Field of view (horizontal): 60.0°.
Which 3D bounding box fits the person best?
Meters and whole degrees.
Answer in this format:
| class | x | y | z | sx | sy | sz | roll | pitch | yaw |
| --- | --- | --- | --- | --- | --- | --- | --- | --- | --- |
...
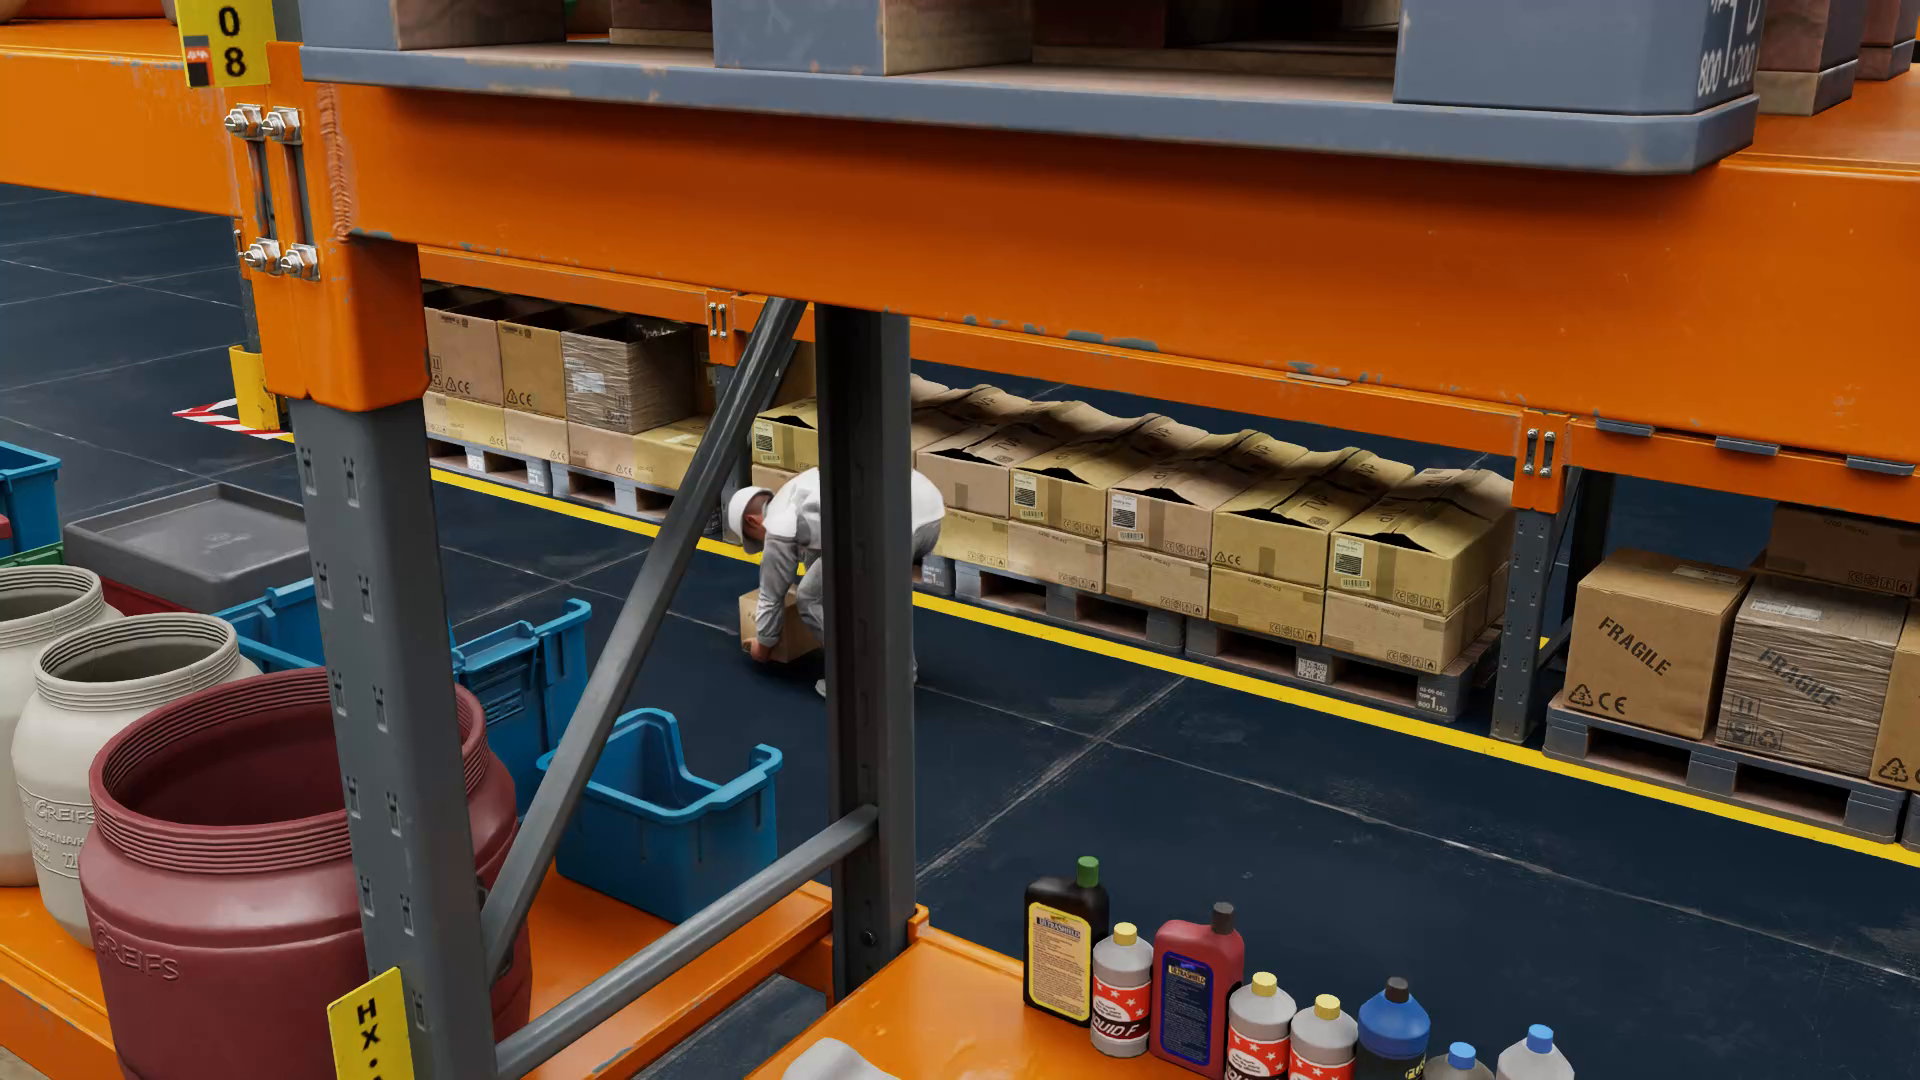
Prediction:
| class | x | y | z | sx | sy | sz | roll | pitch | yaw |
| --- | --- | --- | --- | --- | --- | --- | --- | --- | --- |
| person | -0.544 | 0.119 | 6.864 | 0.997 | 0.988 | 0.506 | 12 | 23 | 29 |
